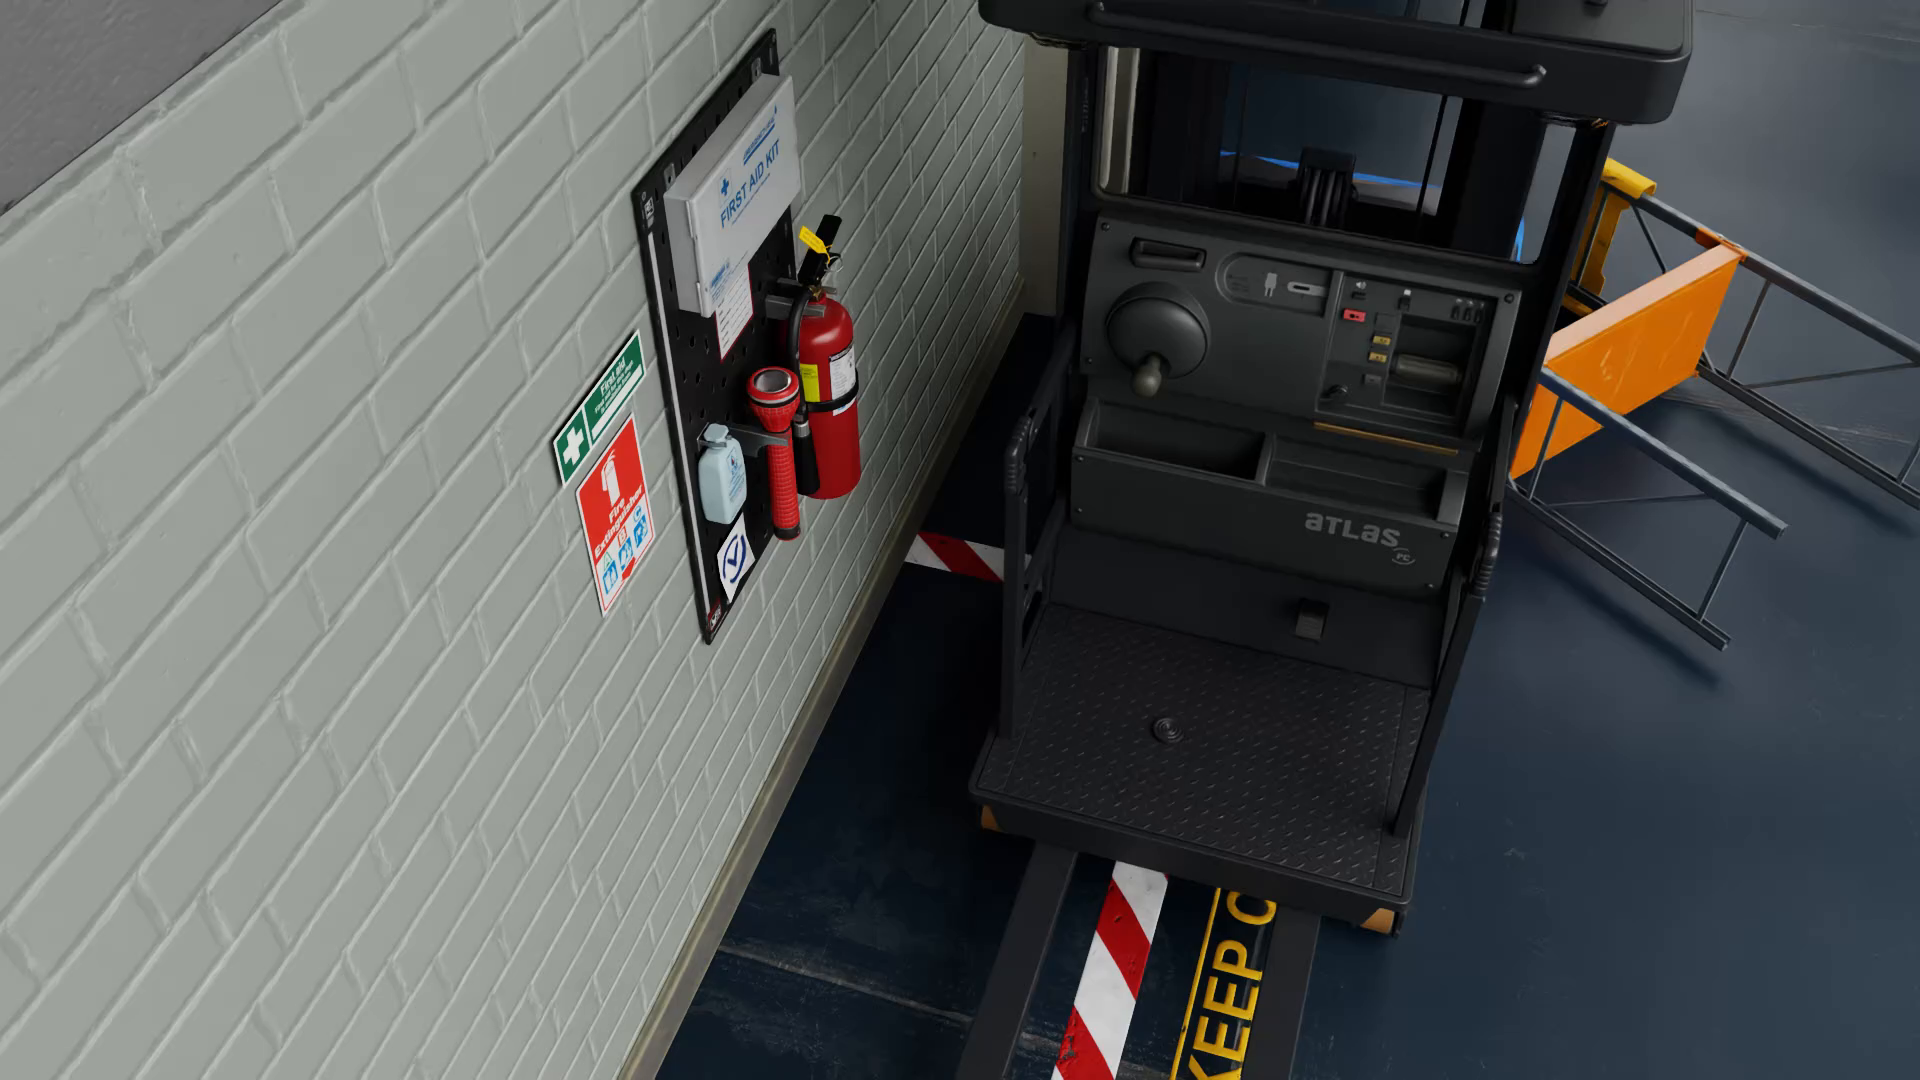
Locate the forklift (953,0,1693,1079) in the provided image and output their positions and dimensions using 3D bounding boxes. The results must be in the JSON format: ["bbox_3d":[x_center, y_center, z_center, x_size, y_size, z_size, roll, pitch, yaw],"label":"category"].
[{"bbox_3d":[0.675,-0.373,3.536,1.130,2.935,3.031,13,46,13],"label":"forklift"}]

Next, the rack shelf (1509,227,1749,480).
[{"bbox_3d":[2.102,-0.598,5.422,1.000,0.538,0.185,-27,51,-25],"label":"rack shelf"}]

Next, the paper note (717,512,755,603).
[{"bbox_3d":[-0.496,0.039,3.695,0.016,0.148,0.142,13,46,13],"label":"paper note"}]

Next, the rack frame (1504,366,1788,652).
[{"bbox_3d":[1.794,-0.288,5.107,0.032,0.500,1.500,-27,51,-25],"label":"rack frame"}]

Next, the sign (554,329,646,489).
[{"bbox_3d":[-0.633,-0.236,2.942,0.001,0.109,0.331,13,46,13],"label":"sign"}]

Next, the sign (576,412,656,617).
[{"bbox_3d":[-0.643,-0.045,3.126,0.001,0.329,0.234,13,46,13],"label":"sign"}]

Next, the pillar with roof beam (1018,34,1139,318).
[{"bbox_3d":[4.511,-3.251,2.138,9.100,9.000,0.400,13,46,13],"label":"pillar with roof beam"}]

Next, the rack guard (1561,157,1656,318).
[{"bbox_3d":[2.254,-1.061,5.889,0.087,0.587,0.250,-27,51,-25],"label":"rack guard"}]

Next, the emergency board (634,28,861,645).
[{"bbox_3d":[-0.377,-0.379,3.493,0.194,1.169,0.643,13,46,13],"label":"emergency board"}]

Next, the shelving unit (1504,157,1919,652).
[{"bbox_3d":[2.214,-0.499,5.323,1.083,0.587,1.500,-27,51,-25],"label":"shelving unit"}]

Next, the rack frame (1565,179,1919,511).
[{"bbox_3d":[2.620,-0.703,5.531,0.032,0.500,1.500,-27,51,-25],"label":"rack frame"}]
